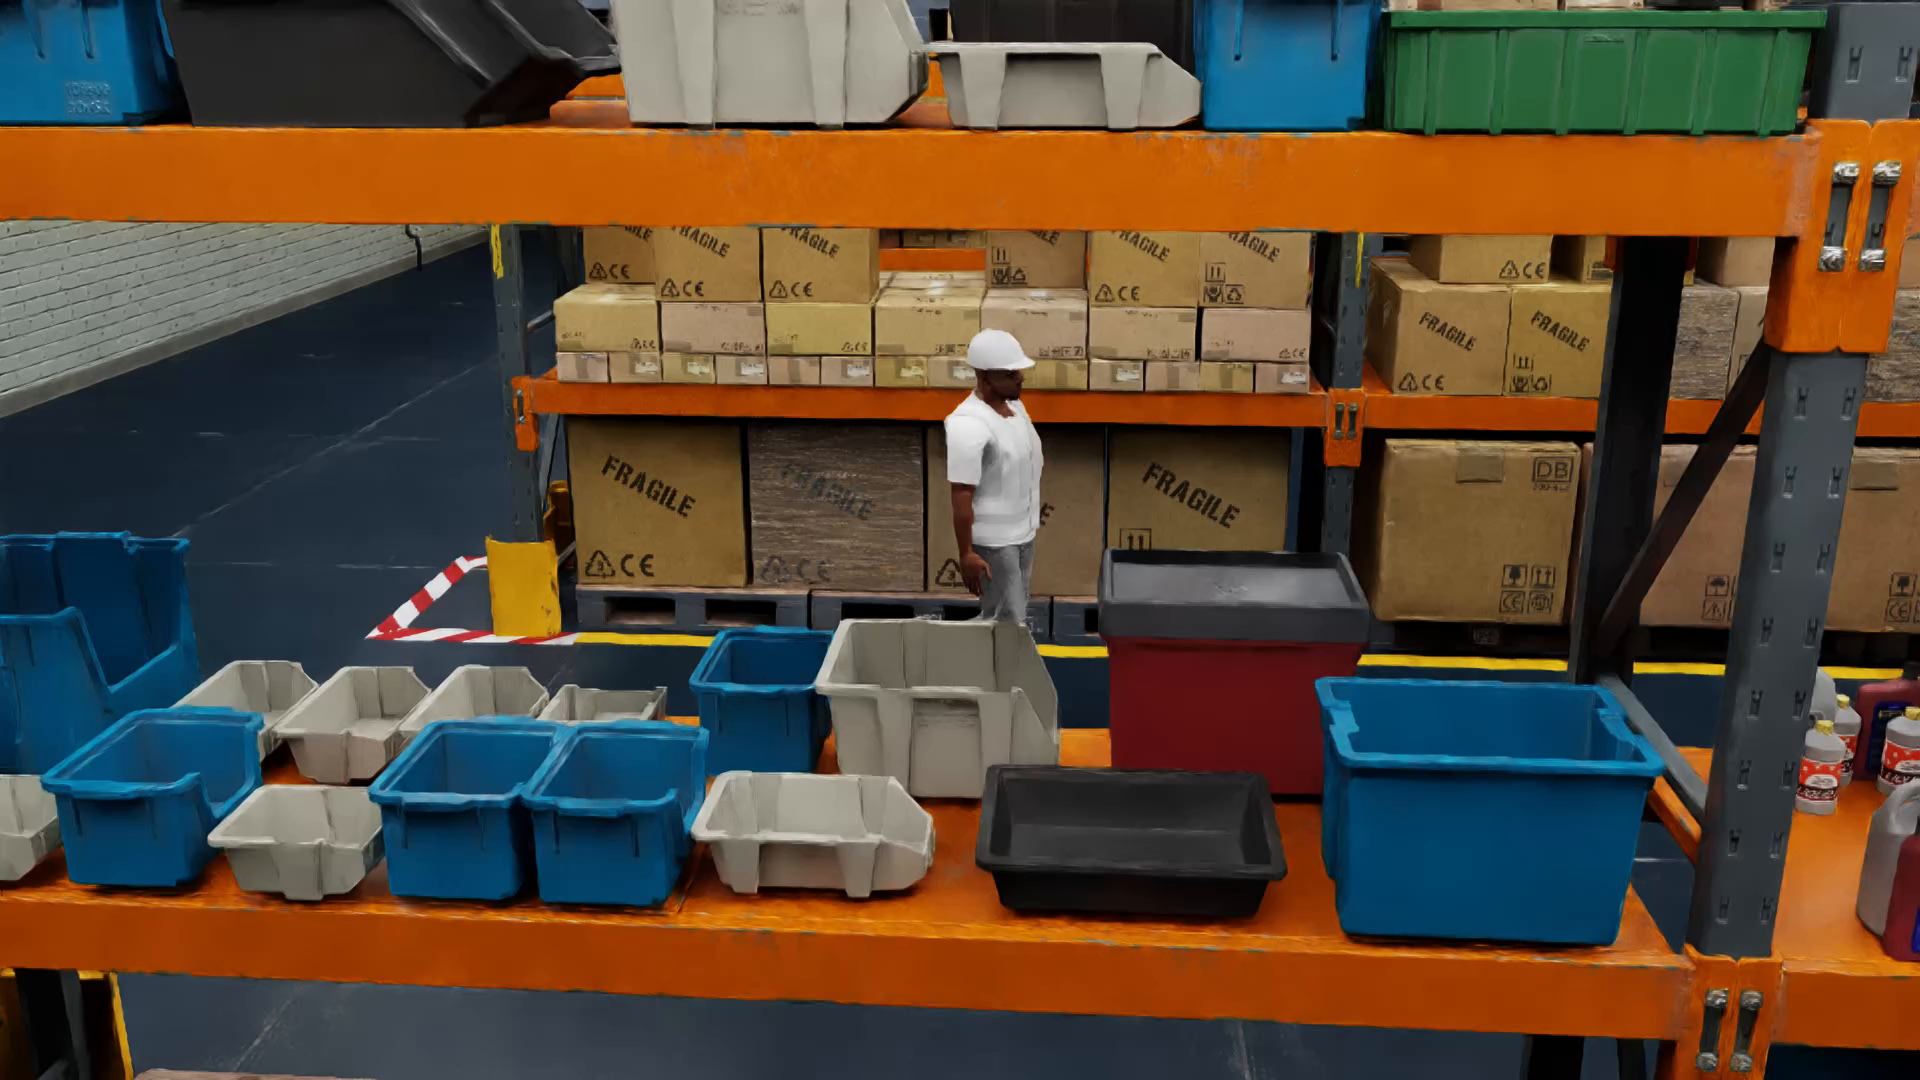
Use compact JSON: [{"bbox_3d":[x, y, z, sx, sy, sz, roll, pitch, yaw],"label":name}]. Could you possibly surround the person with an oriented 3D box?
[{"bbox_3d":[0.171,-0.015,7.026,0.687,1.765,0.594,8,19,23],"label":"person"}]
